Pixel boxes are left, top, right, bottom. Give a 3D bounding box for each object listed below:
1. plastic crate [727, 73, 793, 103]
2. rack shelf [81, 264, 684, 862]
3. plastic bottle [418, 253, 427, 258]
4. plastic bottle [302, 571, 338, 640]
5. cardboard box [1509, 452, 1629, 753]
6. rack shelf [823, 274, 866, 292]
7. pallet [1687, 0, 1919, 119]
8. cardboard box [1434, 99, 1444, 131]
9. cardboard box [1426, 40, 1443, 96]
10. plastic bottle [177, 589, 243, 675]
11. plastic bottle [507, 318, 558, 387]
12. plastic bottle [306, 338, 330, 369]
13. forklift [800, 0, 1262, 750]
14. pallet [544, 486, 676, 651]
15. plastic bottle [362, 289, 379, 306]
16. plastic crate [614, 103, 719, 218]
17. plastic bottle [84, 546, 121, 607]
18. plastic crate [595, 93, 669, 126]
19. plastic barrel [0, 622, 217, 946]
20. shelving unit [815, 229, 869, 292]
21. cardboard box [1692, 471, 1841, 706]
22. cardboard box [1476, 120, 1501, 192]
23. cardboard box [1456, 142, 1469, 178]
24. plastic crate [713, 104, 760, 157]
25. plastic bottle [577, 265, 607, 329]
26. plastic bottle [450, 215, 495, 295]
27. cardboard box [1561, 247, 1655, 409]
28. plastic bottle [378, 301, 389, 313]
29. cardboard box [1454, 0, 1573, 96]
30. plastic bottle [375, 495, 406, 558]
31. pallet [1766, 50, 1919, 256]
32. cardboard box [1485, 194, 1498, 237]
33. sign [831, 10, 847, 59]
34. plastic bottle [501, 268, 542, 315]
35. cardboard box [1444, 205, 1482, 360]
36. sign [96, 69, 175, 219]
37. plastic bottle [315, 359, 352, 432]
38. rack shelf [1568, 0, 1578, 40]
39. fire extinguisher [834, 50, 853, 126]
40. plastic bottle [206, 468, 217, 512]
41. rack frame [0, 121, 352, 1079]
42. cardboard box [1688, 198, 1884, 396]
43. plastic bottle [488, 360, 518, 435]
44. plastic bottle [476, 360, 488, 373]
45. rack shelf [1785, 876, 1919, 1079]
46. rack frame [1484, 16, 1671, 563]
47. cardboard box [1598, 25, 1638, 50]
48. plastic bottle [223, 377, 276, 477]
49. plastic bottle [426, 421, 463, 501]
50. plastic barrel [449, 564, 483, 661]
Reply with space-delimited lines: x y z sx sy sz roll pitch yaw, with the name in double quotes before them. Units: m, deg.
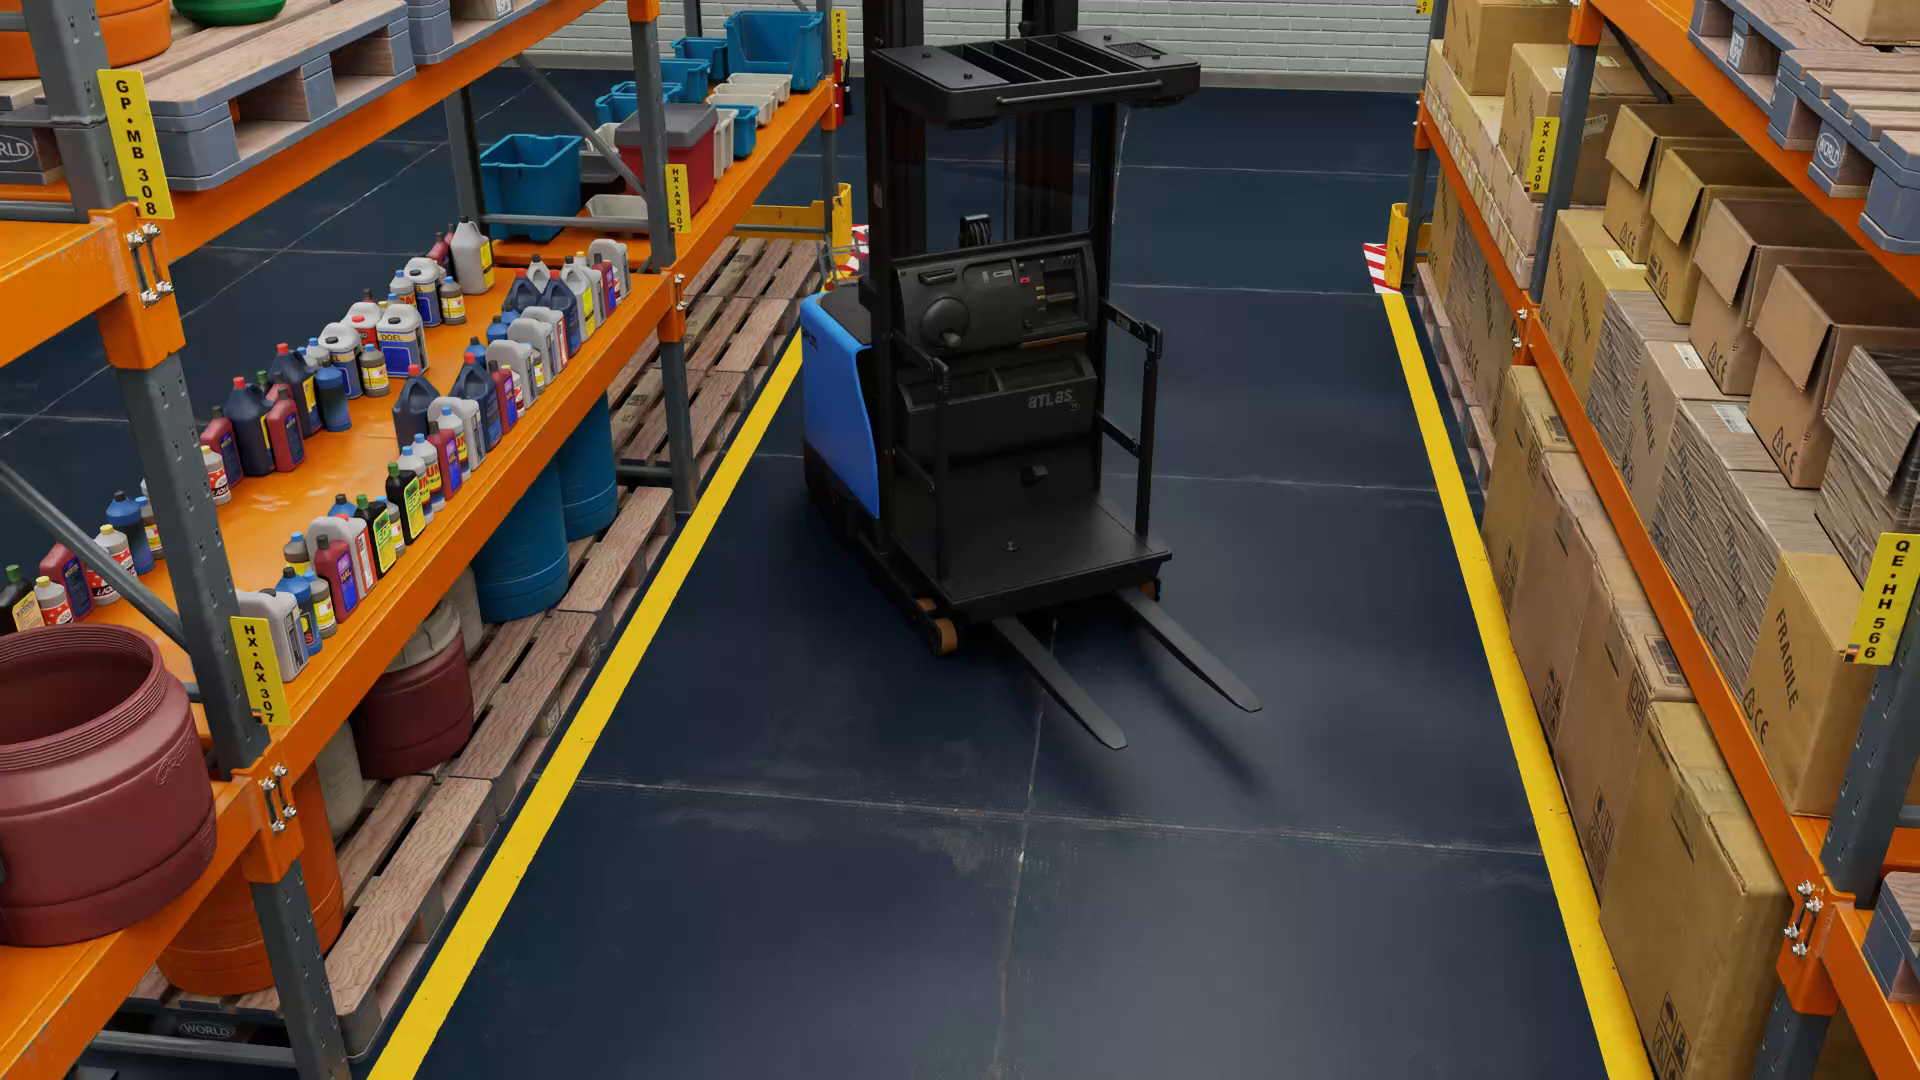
"plastic crate" -1.287 -2.898 10.681 0.396 0.136 0.243 3 28 6
"rack shelf" -2.102 -0.241 6.293 1.077 0.370 4.000 3 28 6
"plastic bottle" -2.350 -1.130 7.321 0.097 0.271 0.097 0 28 0
"plastic bottle" -1.920 0.188 4.948 0.097 0.201 0.097 0 28 0
"cardboard box" 2.891 0.263 6.397 1.225 0.875 0.875 2 28 4
"rack shelf" -0.588 -1.368 8.990 0.258 0.103 0.180 -12 2 -21
"pallet" 2.729 -1.398 4.719 1.003 0.211 1.213 5 29 9
"cardboard box" 3.117 -2.594 10.167 0.380 0.149 0.250 3 28 5
"cardboard box" 3.222 -2.949 10.405 0.500 0.250 0.500 3 28 5
"plastic bottle" -2.124 0.245 4.764 0.152 0.276 0.135 3 28 6
"plastic bottle" -1.708 -0.767 6.642 0.152 0.276 0.135 3 28 6
"plastic bottle" -2.475 -0.648 6.427 0.097 0.271 0.097 0 28 0
"forklift" 0.261 -1.018 7.050 1.130 2.935 3.031 -12 31 -21
"pallet" -1.993 0.090 7.861 1.003 0.211 1.213 3 28 6
"plastic bottle" -2.434 -0.882 6.847 0.061 0.283 0.133 3 28 6
"plastic crate" -1.499 -1.959 8.593 0.402 0.464 0.583 3 28 6
"plastic bottle" -2.661 0.094 5.122 0.097 0.201 0.097 0 28 0
"plastic crate" -1.922 -2.476 9.797 0.416 0.233 0.300 3 28 6
"plastic barrel" -2.103 0.560 3.904 0.600 0.536 0.708 3 28 6
"shelving unit" -0.528 -1.059 9.001 0.258 1.200 0.189 -12 2 -21
"cardboard box" 2.450 0.147 4.709 0.500 0.500 0.500 3 28 6
"cardboard box" 2.976 -1.983 8.613 0.500 0.250 0.500 4 29 7
"cardboard box" 2.991 -2.111 9.271 0.380 0.149 0.250 3 28 5
"plastic crate" -1.364 -2.353 9.568 0.416 0.233 0.300 3 28 6
"plastic bottle" -1.629 -1.068 7.200 0.152 0.276 0.135 3 28 6
"plastic bottle" -2.227 -1.311 7.573 0.144 0.351 0.185 3 28 6
"cardboard box" 2.693 -0.816 6.497 0.500 0.500 0.500 3 28 6
"plastic bottle" -2.402 -0.899 6.965 0.097 0.201 0.097 0 28 0
"cardboard box" 3.103 -2.799 9.337 0.500 0.500 0.500 3 28 5
"plastic bottle" -1.859 -0.047 5.384 0.097 0.201 0.097 0 28 0
"pallet" 2.595 -0.872 3.742 1.213 0.211 1.003 5 29 9
"cardboard box" 2.865 -1.626 8.370 0.380 0.149 0.250 4 29 7
"sign" -0.819 -3.429 11.281 0.100 0.325 0.005 3 28 6
"plastic bottle" -1.811 -0.947 6.897 0.144 0.351 0.185 3 28 6
"cardboard box" 3.438 -1.609 9.872 0.875 0.875 0.875 3 28 6
"sign" -1.800 -0.862 3.635 0.100 0.325 0.005 3 28 6
"plastic bottle" -2.356 -0.548 6.241 0.097 0.271 0.097 0 28 0
"rack shelf" 3.304 -3.156 8.542 1.077 0.370 4.000 3 28 6
"fire extinguisher" -0.897 -3.228 11.554 0.296 0.674 0.183 3 28 6
"plastic bottle" -2.589 -0.181 5.632 0.097 0.201 0.097 0 28 0
"rack frame" -2.347 0.384 4.375 1.000 3.000 0.127 3 28 6
"cardboard box" 2.832 -0.780 5.371 0.797 0.503 0.637 4 29 8
"plastic bottle" -1.719 -0.550 6.231 0.061 0.283 0.133 3 28 6
"plastic bottle" -1.800 -0.541 6.226 0.097 0.271 0.097 0 28 0
"rack shelf" 2.323 1.930 2.263 1.077 0.370 4.000 3 28 6
"rack frame" 3.059 -1.211 7.335 1.000 3.000 0.127 3 28 6
"cardboard box" 3.498 -2.293 8.398 0.500 0.500 0.500 2 28 5
"plastic bottle" -2.520 -0.420 5.919 0.144 0.351 0.185 3 28 6
"plastic bottle" -1.787 -0.291 5.750 0.061 0.283 0.133 3 28 6
"plastic barrel" -2.185 0.261 6.784 0.421 0.512 0.421 0 28 0
